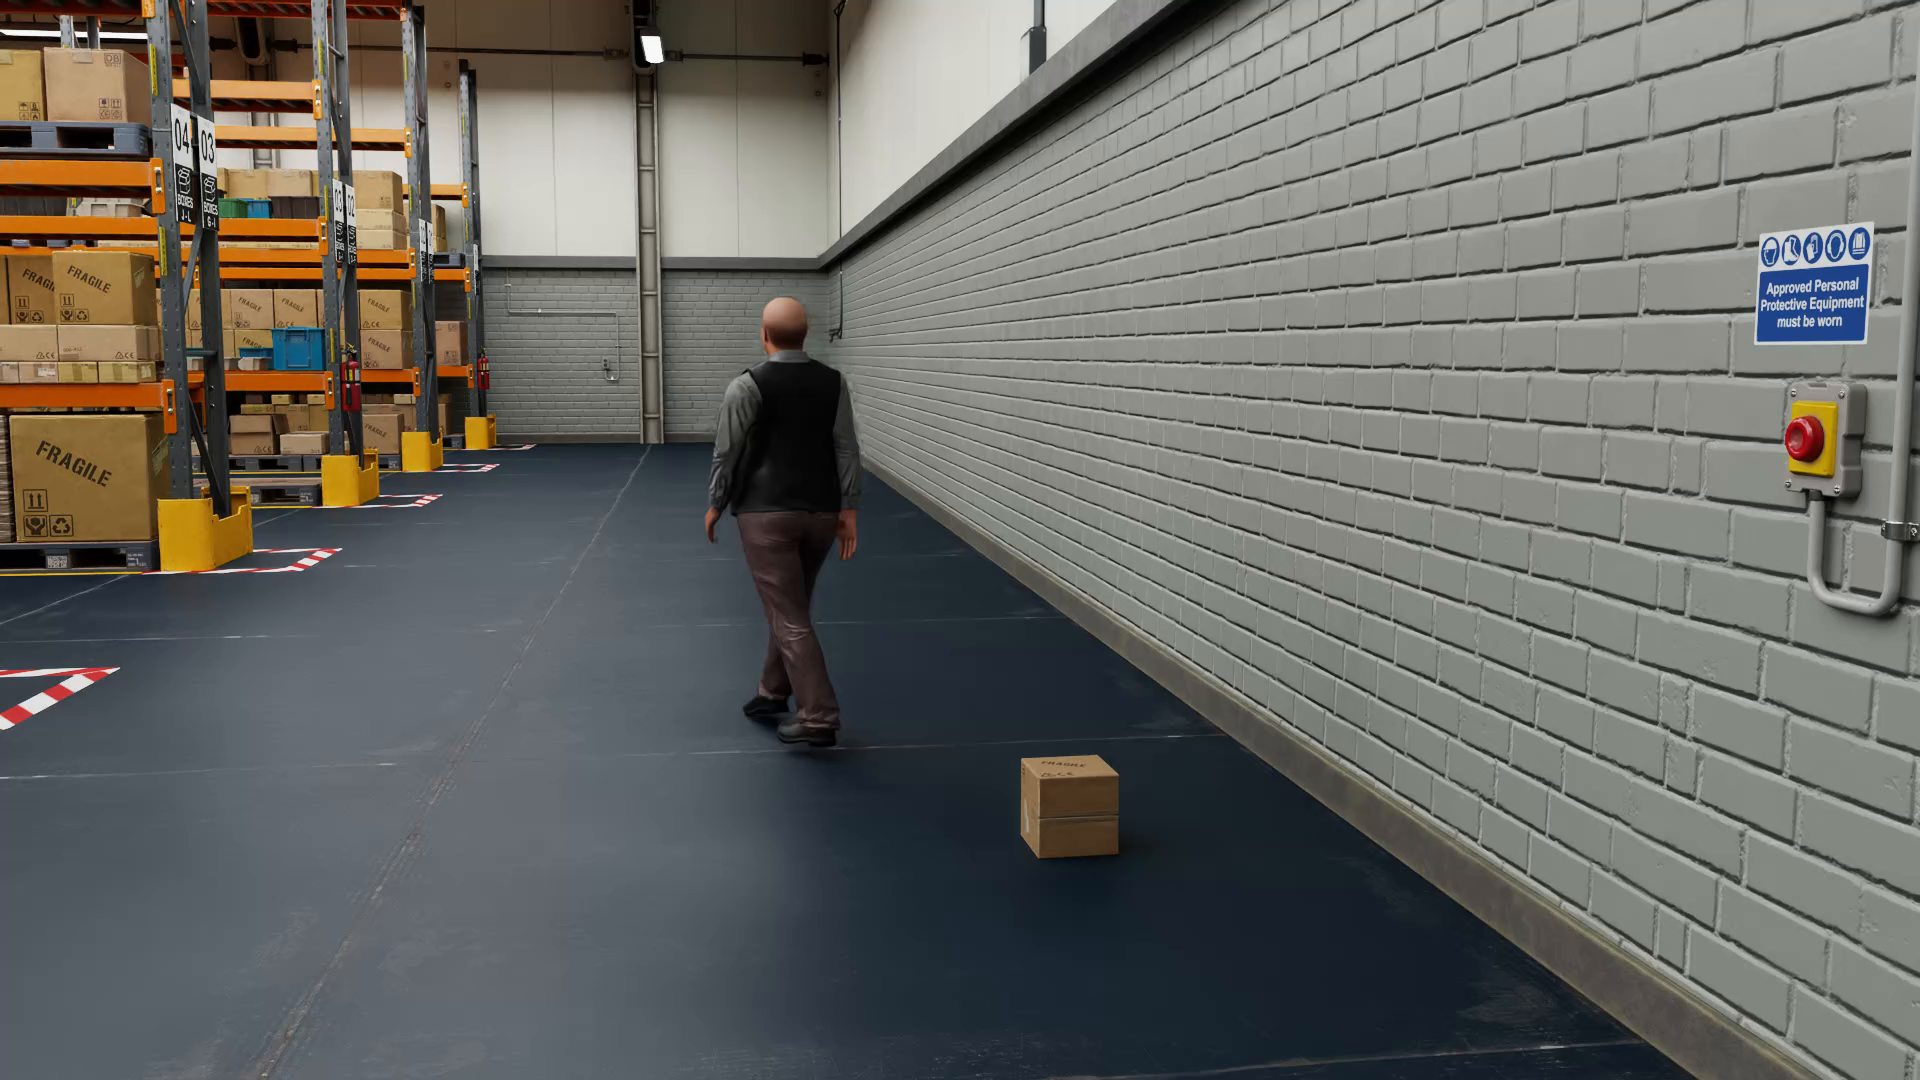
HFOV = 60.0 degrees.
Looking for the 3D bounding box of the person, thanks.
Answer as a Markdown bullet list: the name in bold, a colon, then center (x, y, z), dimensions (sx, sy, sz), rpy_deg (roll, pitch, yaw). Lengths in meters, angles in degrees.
- **person**: center (-0.720, -0.077, 6.452), dimensions (0.555, 1.710, 0.899), rpy_deg (-5, 8, -38)
